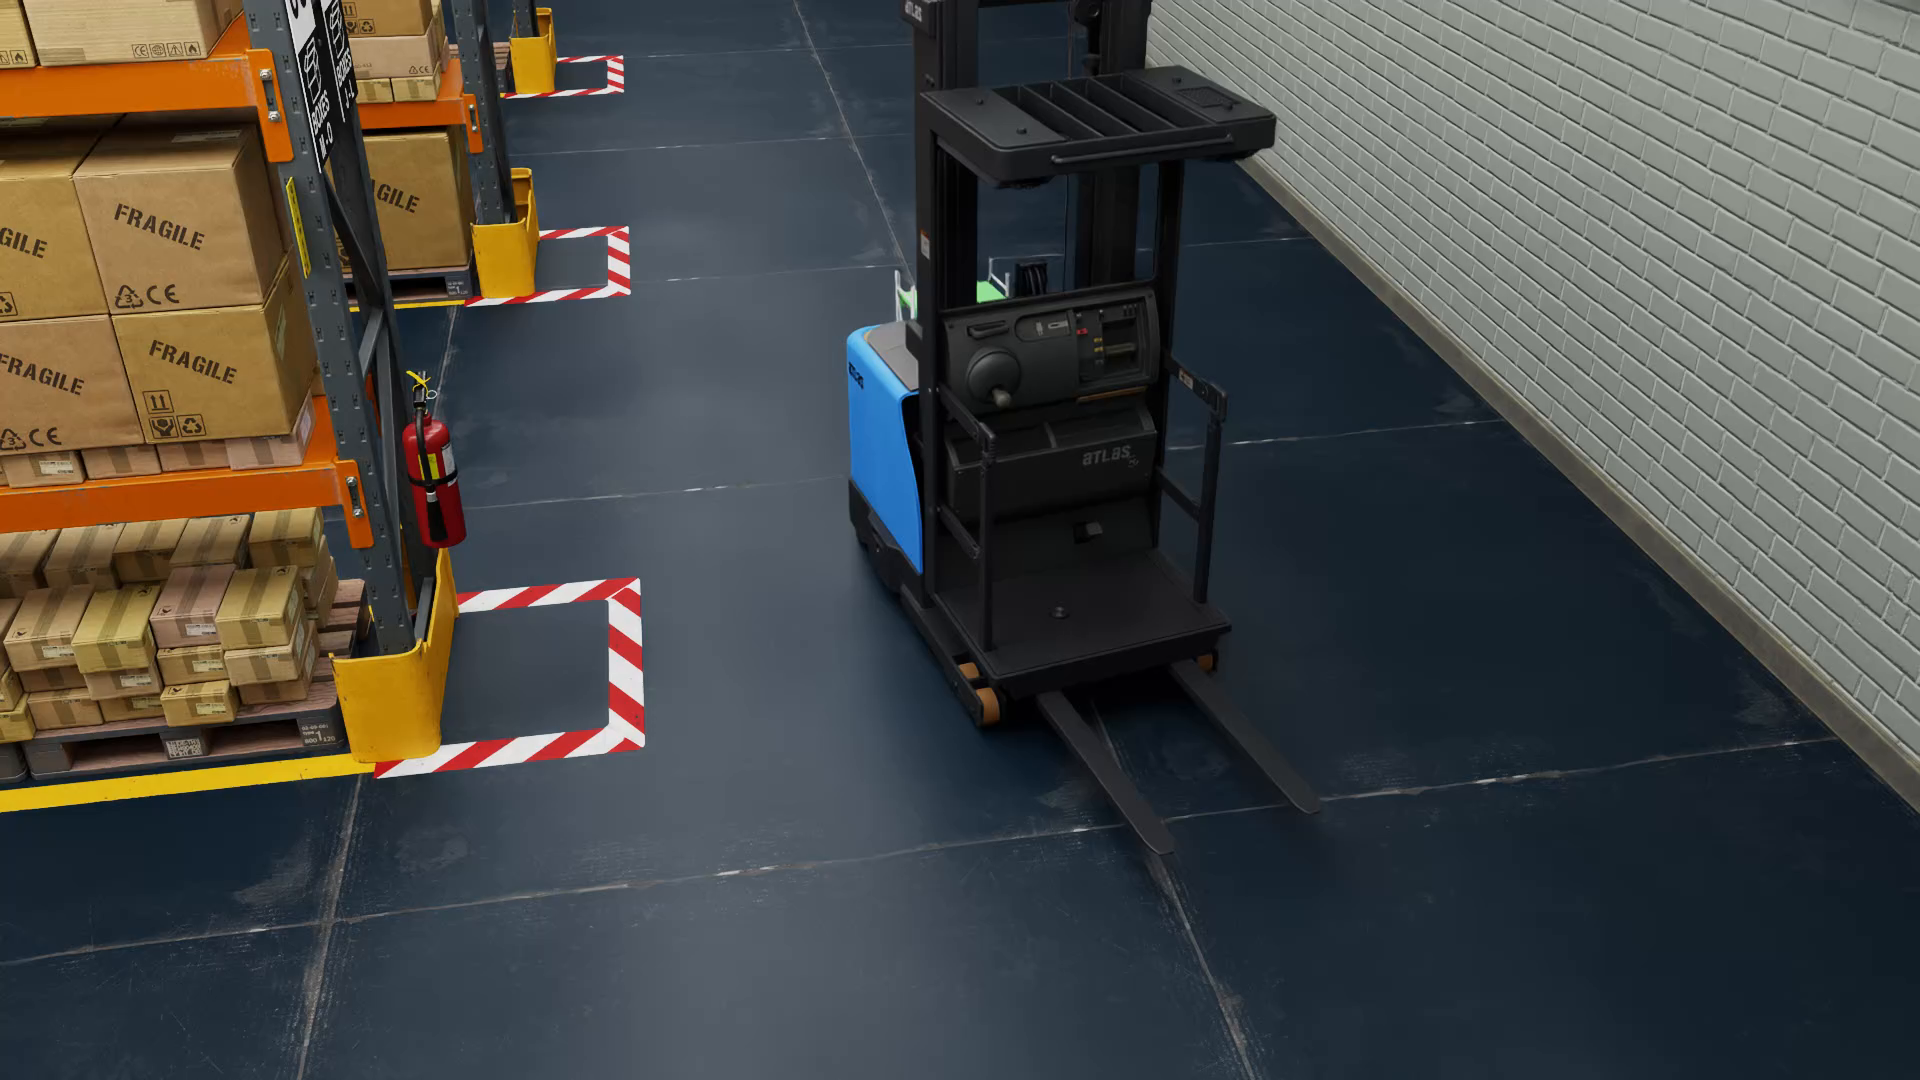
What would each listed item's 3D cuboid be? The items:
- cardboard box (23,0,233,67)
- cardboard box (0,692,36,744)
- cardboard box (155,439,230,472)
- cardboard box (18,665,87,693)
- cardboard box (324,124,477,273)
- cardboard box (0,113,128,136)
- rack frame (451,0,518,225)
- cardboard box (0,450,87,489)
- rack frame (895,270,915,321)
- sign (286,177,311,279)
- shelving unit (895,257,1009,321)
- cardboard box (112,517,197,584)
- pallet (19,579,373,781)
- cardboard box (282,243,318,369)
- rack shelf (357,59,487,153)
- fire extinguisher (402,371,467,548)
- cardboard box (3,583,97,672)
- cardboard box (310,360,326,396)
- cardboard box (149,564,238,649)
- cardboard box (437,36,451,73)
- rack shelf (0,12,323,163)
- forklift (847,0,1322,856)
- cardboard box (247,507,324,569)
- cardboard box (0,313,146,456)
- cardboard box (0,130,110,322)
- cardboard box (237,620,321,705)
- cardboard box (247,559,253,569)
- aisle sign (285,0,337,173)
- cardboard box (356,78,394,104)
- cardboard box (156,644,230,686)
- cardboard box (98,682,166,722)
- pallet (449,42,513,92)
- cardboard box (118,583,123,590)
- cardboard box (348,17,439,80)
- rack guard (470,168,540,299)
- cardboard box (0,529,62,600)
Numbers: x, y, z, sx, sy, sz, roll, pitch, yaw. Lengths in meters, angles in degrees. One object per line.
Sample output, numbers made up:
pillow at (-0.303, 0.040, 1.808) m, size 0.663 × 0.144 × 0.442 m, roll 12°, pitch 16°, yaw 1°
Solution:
cardboard box at (-2.718, -1.753, 5.461) m, size 0.500 × 0.250 × 0.500 m, roll -6°, pitch 31°, yaw -10°
cardboard box at (-3.789, 0.640, 6.600) m, size 0.250 × 0.149 × 0.380 m, roll -7°, pitch 31°, yaw -11°
cardboard box at (-2.840, -0.416, 6.245) m, size 0.250 × 0.149 × 0.380 m, roll -5°, pitch 31°, yaw -9°
cardboard box at (-3.580, 0.433, 6.659) m, size 0.250 × 0.149 × 0.380 m, roll -6°, pitch 31°, yaw -10°
cardboard box at (-3.728, -2.347, 10.965) m, size 0.875 × 0.875 × 0.875 m, roll -5°, pitch 31°, yaw -9°
cardboard box at (-3.303, -1.343, 6.196) m, size 0.500 × 0.500 × 0.500 m, roll -4°, pitch 31°, yaw -7°
rack frame at (-3.113, -3.181, 10.700) m, size 0.127 × 3.000 × 1.000 m, roll -5°, pitch 31°, yaw -9°
cardboard box at (-3.331, -0.350, 6.134) m, size 0.250 × 0.149 × 0.380 m, roll -4°, pitch 31°, yaw -8°
rack frame at (-0.264, -0.743, 8.328) m, size 0.015 × 1.200 × 0.240 m, roll -11°, pitch 32°, yaw -19°
sign at (-2.238, -1.055, 5.631) m, size 0.005 × 0.325 × 0.100 m, roll -5°, pitch 31°, yaw -9°
shelving unit at (-0.037, -0.788, 8.405) m, size 0.503 × 1.200 × 0.258 m, roll -11°, pitch 32°, yaw -19°
cardboard box at (-3.416, 0.016, 7.075) m, size 0.250 × 0.149 × 0.380 m, roll -5°, pitch 31°, yaw -9°
pallet at (-3.199, 0.567, 7.077) m, size 1.213 × 0.211 × 1.003 m, roll -5°, pitch 31°, yaw -9°
cardboard box at (-2.810, -0.967, 6.542) m, size 0.500 × 0.500 × 0.500 m, roll -4°, pitch 31°, yaw -7°
rack shelf at (-5.080, -2.688, 10.572) m, size 4.000 × 0.370 × 1.077 m, roll -5°, pitch 31°, yaw -9°
fire extinguisher at (-1.988, -0.297, 6.240) m, size 0.183 × 0.674 × 0.296 m, roll -5°, pitch 31°, yaw -9°
cardboard box at (-3.549, 0.341, 6.522) m, size 0.250 × 0.149 × 0.380 m, roll -7°, pitch 31°, yaw -11°
cardboard box at (-2.696, -0.724, 6.770) m, size 0.250 × 0.149 × 0.380 m, roll -6°, pitch 31°, yaw -9°
cardboard box at (-3.051, 0.262, 6.657) m, size 0.250 × 0.149 × 0.380 m, roll -5°, pitch 31°, yaw -8°
cardboard box at (-3.521, -3.204, 10.988) m, size 0.250 × 0.149 × 0.380 m, roll -5°, pitch 31°, yaw -8°
rack shelf at (-4.286, -1.499, 5.590) m, size 4.000 × 0.370 × 1.077 m, roll -5°, pitch 31°, yaw -9°
forklift at (0.465, -0.727, 6.595) m, size 1.130 × 2.935 × 3.031 m, roll -11°, pitch 32°, yaw -19°
cardboard box at (-2.895, -0.029, 7.151) m, size 0.250 × 0.149 × 0.380 m, roll -7°, pitch 31°, yaw -11°
cardboard box at (-3.222, -0.656, 6.014) m, size 0.500 × 0.500 × 0.500 m, roll -6°, pitch 31°, yaw -10°
cardboard box at (-3.222, -1.089, 5.764) m, size 0.500 × 0.500 × 0.500 m, roll -6°, pitch 31°, yaw -11°
cardboard box at (-2.799, 0.501, 6.836) m, size 0.250 × 0.149 × 0.380 m, roll -5°, pitch 31°, yaw -8°
cardboard box at (-3.160, 0.138, 7.161) m, size 0.250 × 0.149 × 0.380 m, roll -5°, pitch 31°, yaw -9°
aisle sign at (-2.193, -1.676, 5.577) m, size 0.004 × 0.787 × 0.394 m, roll -5°, pitch 31°, yaw -9°
cardboard box at (-3.659, -2.851, 10.387) m, size 0.250 × 0.149 × 0.380 m, roll -5°, pitch 31°, yaw -8°
cardboard box at (-3.053, 0.409, 6.700) m, size 0.250 × 0.149 × 0.380 m, roll -6°, pitch 31°, yaw -10°
cardboard box at (-3.309, 0.557, 6.742) m, size 0.250 × 0.149 × 0.380 m, roll -5°, pitch 31°, yaw -9°
pallet at (-4.823, -4.392, 15.511) m, size 1.213 × 0.211 × 1.003 m, roll -5°, pitch 31°, yaw -9°
cardboard box at (-3.657, 0.174, 7.100) m, size 0.250 × 0.149 × 0.380 m, roll -4°, pitch 31°, yaw -7°
cardboard box at (-3.542, -3.068, 10.362) m, size 0.500 × 0.250 × 0.500 m, roll -6°, pitch 31°, yaw -10°
rack guard at (-3.089, -2.105, 11.337) m, size 0.348 × 0.500 × 1.175 m, roll -5°, pitch 31°, yaw -9°
cardboard box at (-3.919, 0.100, 6.932) m, size 0.250 × 0.149 × 0.380 m, roll -4°, pitch 31°, yaw -7°
